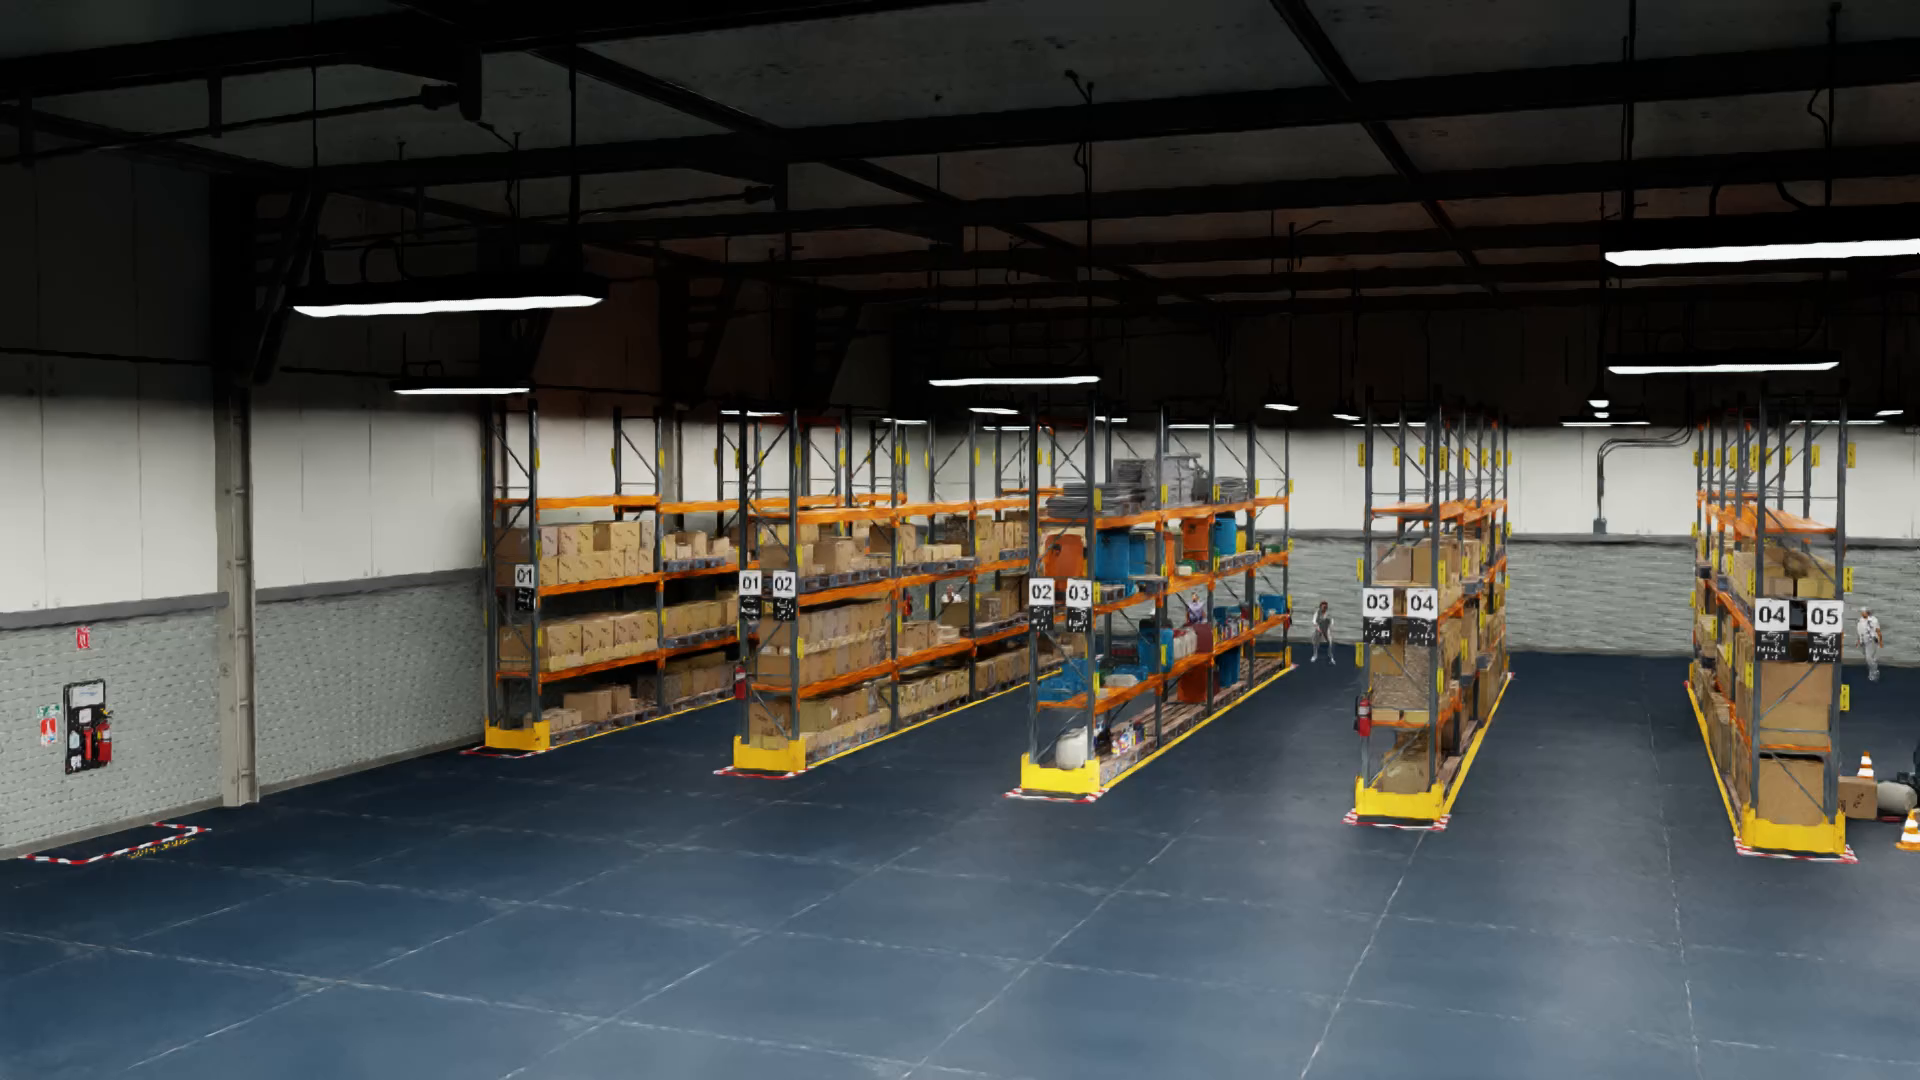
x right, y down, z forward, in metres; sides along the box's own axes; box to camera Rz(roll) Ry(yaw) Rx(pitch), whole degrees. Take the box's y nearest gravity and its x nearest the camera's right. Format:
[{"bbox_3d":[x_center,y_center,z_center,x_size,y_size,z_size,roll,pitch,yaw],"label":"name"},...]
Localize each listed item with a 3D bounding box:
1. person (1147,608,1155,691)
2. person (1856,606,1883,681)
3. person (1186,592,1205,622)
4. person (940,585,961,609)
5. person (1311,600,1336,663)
[{"bbox_3d":[4.179,2.341,35.776,0.679,1.763,0.585,-3,4,-42],"label":"person"},{"bbox_3d":[20.576,2.330,37.584,0.490,1.676,0.600,-1,3,-11],"label":"person"},{"bbox_3d":[6.030,2.100,42.713,0.479,1.567,1.090,1,3,24],"label":"person"},{"bbox_3d":[-0.242,2.006,43.181,0.598,1.698,1.194,1,3,24],"label":"person"},{"bbox_3d":[8.875,2.220,40.671,0.554,1.526,0.785,0,3,3],"label":"person"}]
